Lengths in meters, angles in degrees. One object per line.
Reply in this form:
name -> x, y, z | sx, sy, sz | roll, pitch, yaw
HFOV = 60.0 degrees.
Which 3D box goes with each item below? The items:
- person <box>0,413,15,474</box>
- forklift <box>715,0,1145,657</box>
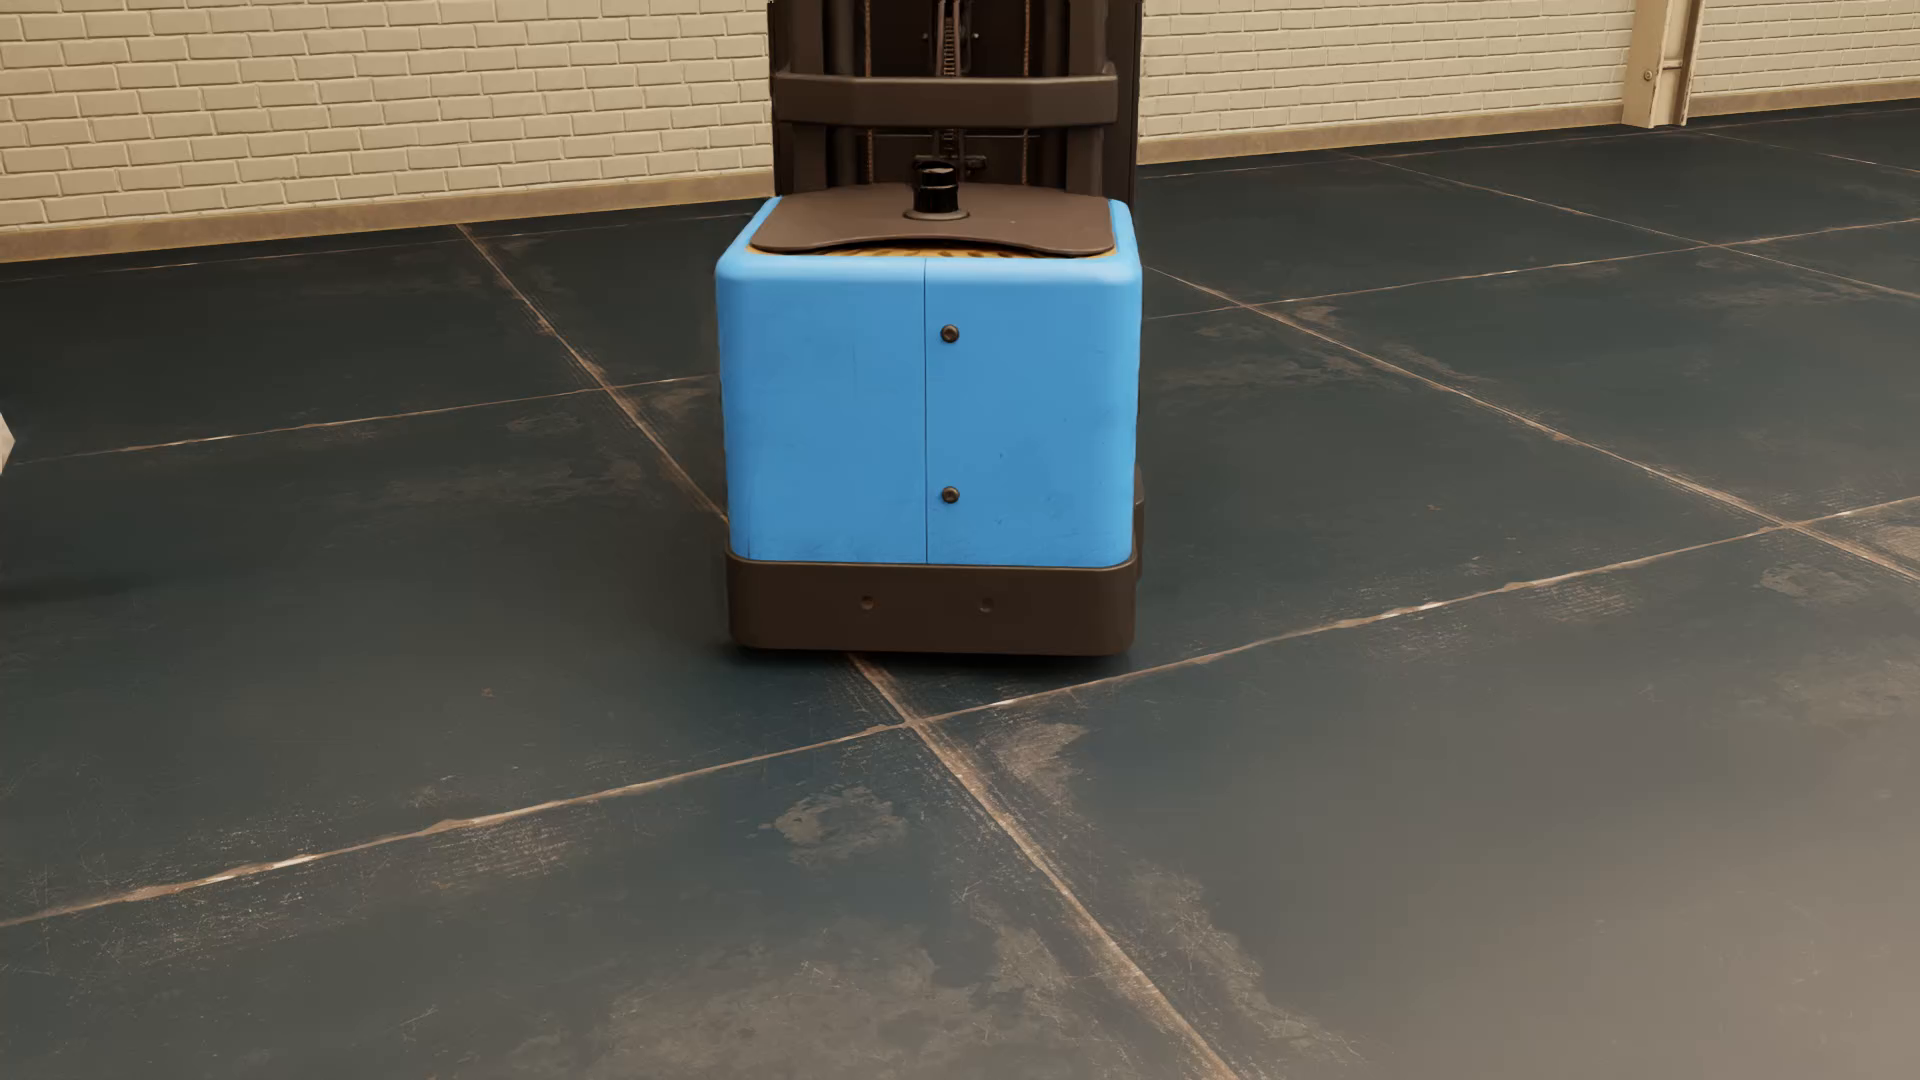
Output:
person -> -2.977, -0.574, 4.484 | 0.539, 1.567, 0.836 | -18, 28, -36
forklift -> -0.002, -1.580, 5.090 | 1.130, 2.935, 3.031 | 1, 23, 3
